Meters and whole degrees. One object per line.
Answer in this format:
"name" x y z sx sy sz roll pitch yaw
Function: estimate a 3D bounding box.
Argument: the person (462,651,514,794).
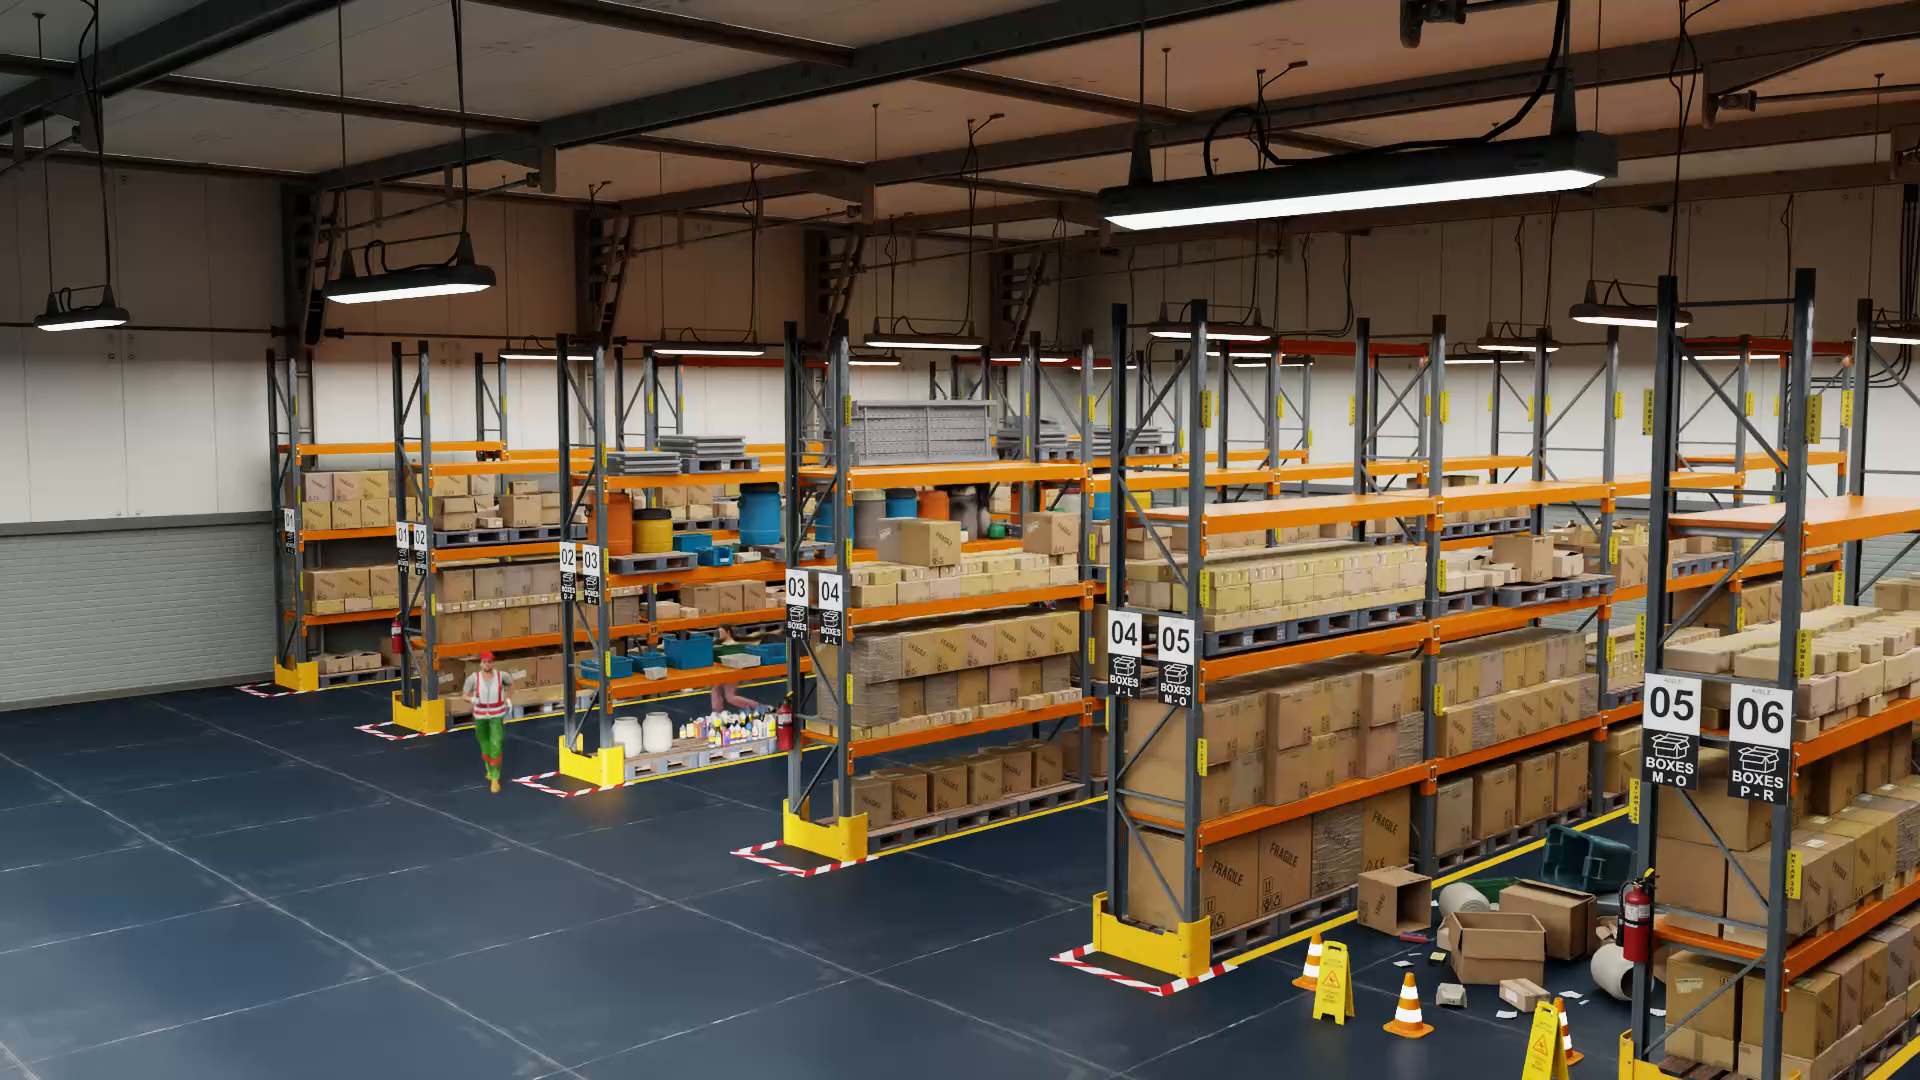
"person" -6.232 2.363 21.959 0.637 1.833 0.816 -1 5 -8

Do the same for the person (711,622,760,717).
"person" -3.569 2.082 26.040 0.848 1.632 0.532 -2 5 -22
